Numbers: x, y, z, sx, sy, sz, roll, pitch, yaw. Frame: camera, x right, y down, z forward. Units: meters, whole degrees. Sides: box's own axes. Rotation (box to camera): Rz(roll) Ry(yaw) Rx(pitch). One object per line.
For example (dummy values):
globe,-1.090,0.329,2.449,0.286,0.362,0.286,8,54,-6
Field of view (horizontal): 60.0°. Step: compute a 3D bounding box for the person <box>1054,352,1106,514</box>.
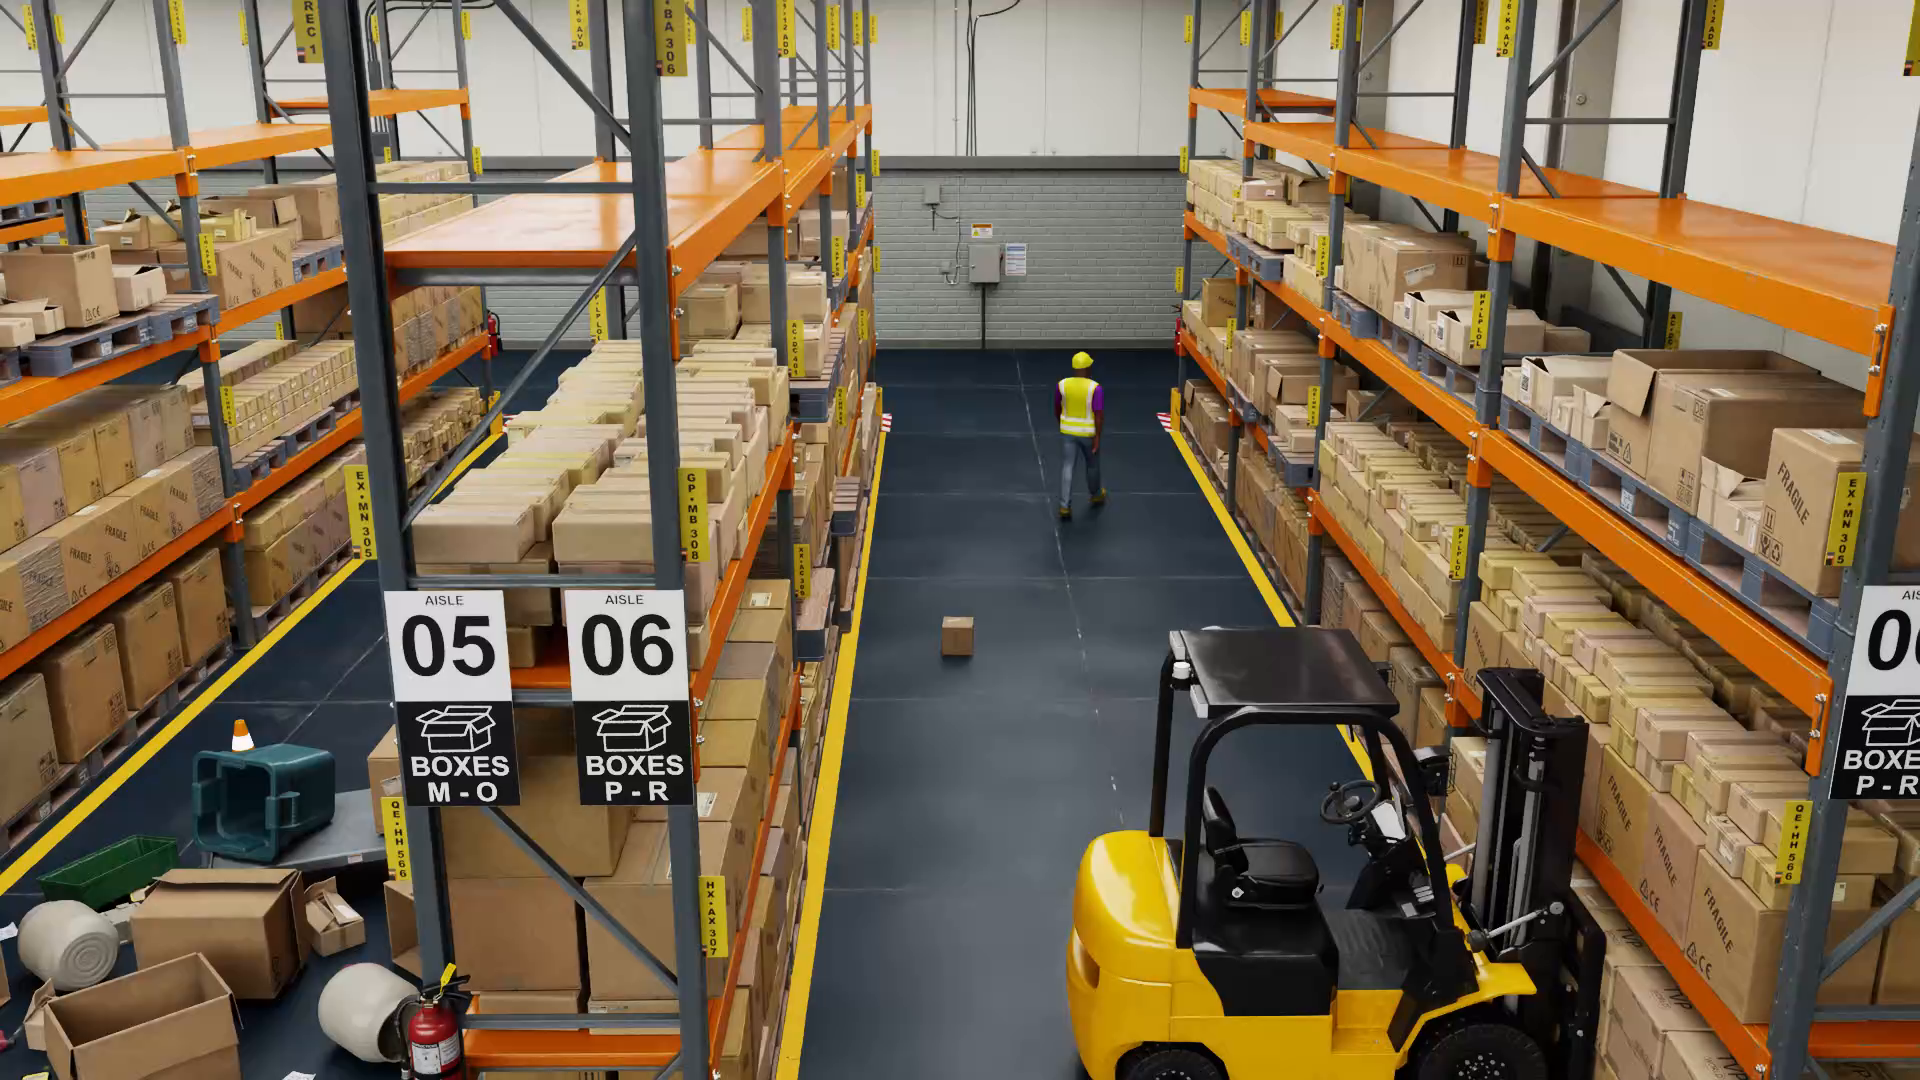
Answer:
person,1.299,-1.185,17.851,0.582,1.716,1.041,6,18,18
